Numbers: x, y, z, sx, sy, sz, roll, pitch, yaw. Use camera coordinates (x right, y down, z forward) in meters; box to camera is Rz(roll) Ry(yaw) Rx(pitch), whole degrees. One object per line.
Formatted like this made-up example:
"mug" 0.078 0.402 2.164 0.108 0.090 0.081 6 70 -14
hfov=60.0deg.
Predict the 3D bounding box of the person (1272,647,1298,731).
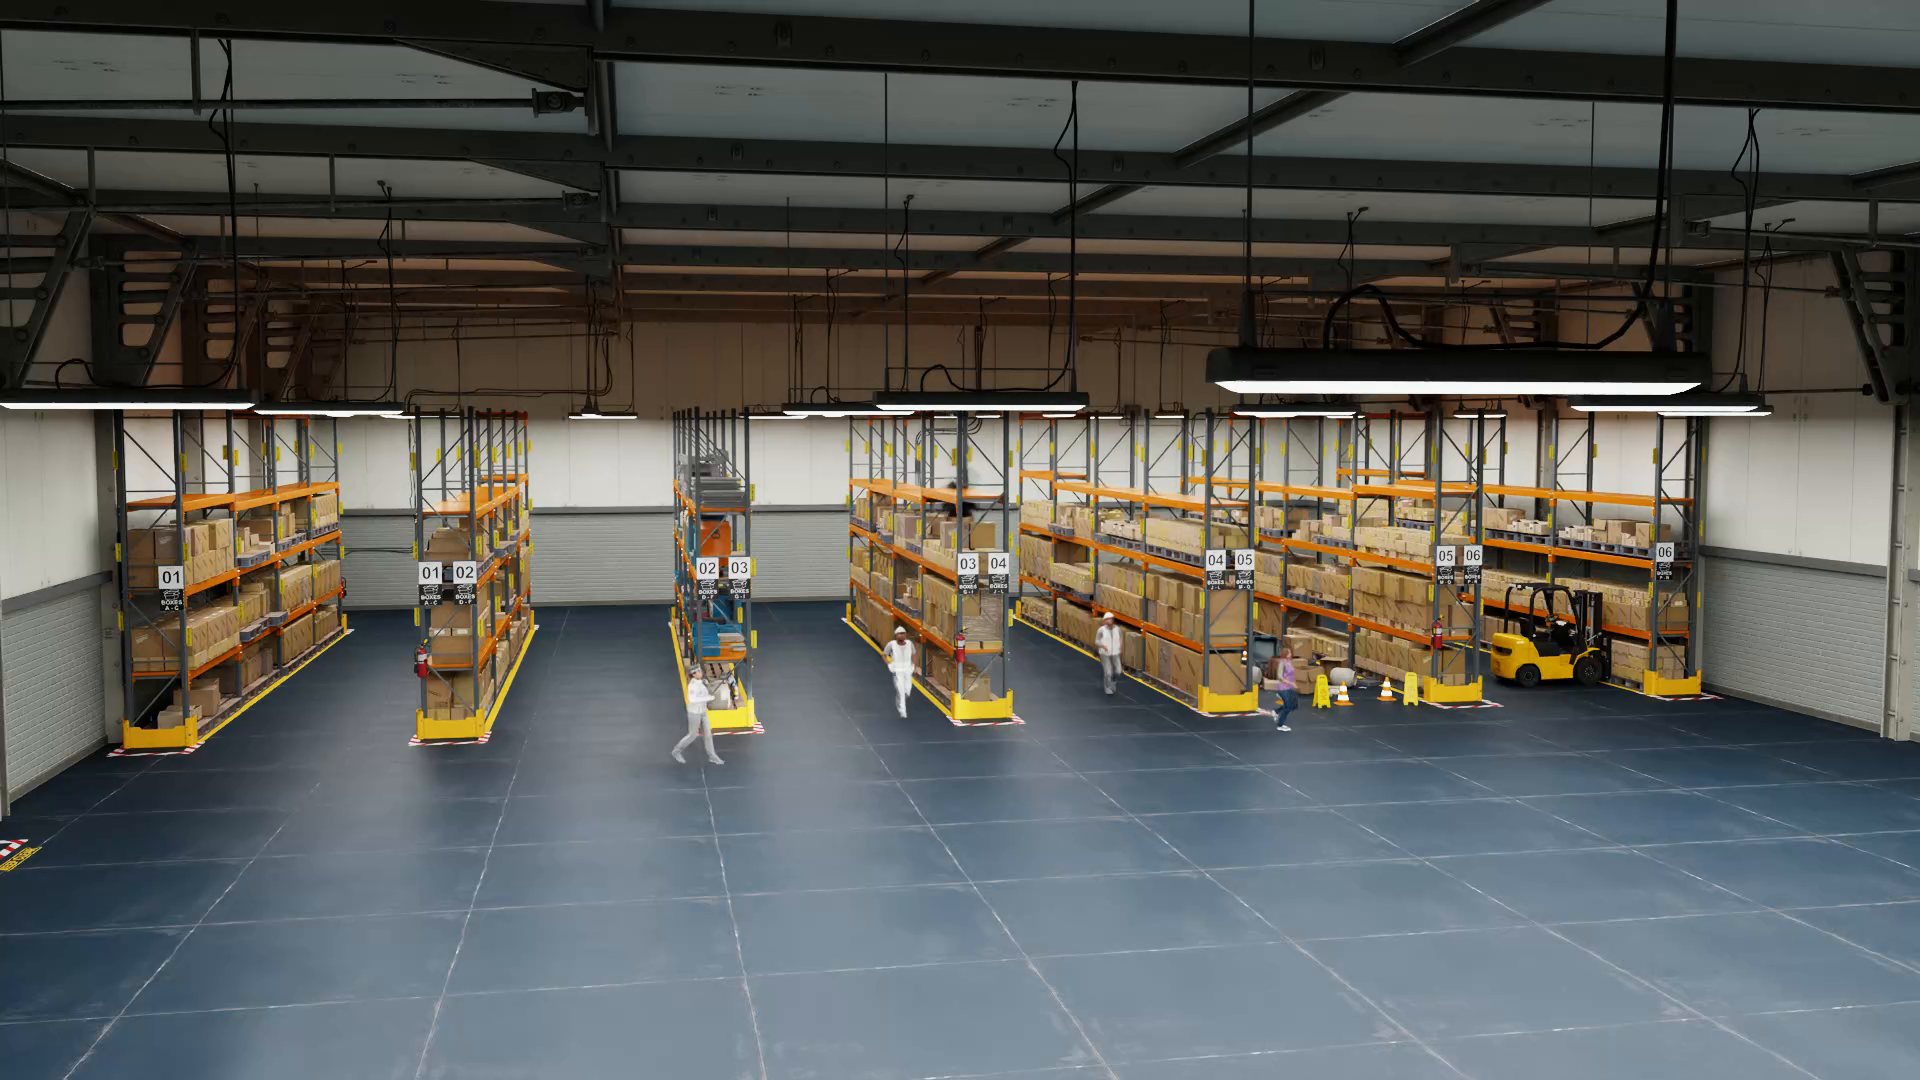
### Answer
"person" 6.025 2.753 30.794 0.571 1.550 0.590 3 5 34

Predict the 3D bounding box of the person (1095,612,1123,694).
"person" 3.154 2.375 34.761 0.635 1.727 0.564 -1 4 -13

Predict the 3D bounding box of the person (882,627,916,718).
"person" -1.178 2.547 32.388 0.685 1.743 0.708 -1 4 -20

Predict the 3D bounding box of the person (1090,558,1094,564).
"person" 3.896 1.301 50.244 0.742 1.754 0.560 -1 4 -18

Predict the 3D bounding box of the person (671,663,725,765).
"person" -4.346 2.882 27.554 0.910 1.682 0.610 1 4 13
